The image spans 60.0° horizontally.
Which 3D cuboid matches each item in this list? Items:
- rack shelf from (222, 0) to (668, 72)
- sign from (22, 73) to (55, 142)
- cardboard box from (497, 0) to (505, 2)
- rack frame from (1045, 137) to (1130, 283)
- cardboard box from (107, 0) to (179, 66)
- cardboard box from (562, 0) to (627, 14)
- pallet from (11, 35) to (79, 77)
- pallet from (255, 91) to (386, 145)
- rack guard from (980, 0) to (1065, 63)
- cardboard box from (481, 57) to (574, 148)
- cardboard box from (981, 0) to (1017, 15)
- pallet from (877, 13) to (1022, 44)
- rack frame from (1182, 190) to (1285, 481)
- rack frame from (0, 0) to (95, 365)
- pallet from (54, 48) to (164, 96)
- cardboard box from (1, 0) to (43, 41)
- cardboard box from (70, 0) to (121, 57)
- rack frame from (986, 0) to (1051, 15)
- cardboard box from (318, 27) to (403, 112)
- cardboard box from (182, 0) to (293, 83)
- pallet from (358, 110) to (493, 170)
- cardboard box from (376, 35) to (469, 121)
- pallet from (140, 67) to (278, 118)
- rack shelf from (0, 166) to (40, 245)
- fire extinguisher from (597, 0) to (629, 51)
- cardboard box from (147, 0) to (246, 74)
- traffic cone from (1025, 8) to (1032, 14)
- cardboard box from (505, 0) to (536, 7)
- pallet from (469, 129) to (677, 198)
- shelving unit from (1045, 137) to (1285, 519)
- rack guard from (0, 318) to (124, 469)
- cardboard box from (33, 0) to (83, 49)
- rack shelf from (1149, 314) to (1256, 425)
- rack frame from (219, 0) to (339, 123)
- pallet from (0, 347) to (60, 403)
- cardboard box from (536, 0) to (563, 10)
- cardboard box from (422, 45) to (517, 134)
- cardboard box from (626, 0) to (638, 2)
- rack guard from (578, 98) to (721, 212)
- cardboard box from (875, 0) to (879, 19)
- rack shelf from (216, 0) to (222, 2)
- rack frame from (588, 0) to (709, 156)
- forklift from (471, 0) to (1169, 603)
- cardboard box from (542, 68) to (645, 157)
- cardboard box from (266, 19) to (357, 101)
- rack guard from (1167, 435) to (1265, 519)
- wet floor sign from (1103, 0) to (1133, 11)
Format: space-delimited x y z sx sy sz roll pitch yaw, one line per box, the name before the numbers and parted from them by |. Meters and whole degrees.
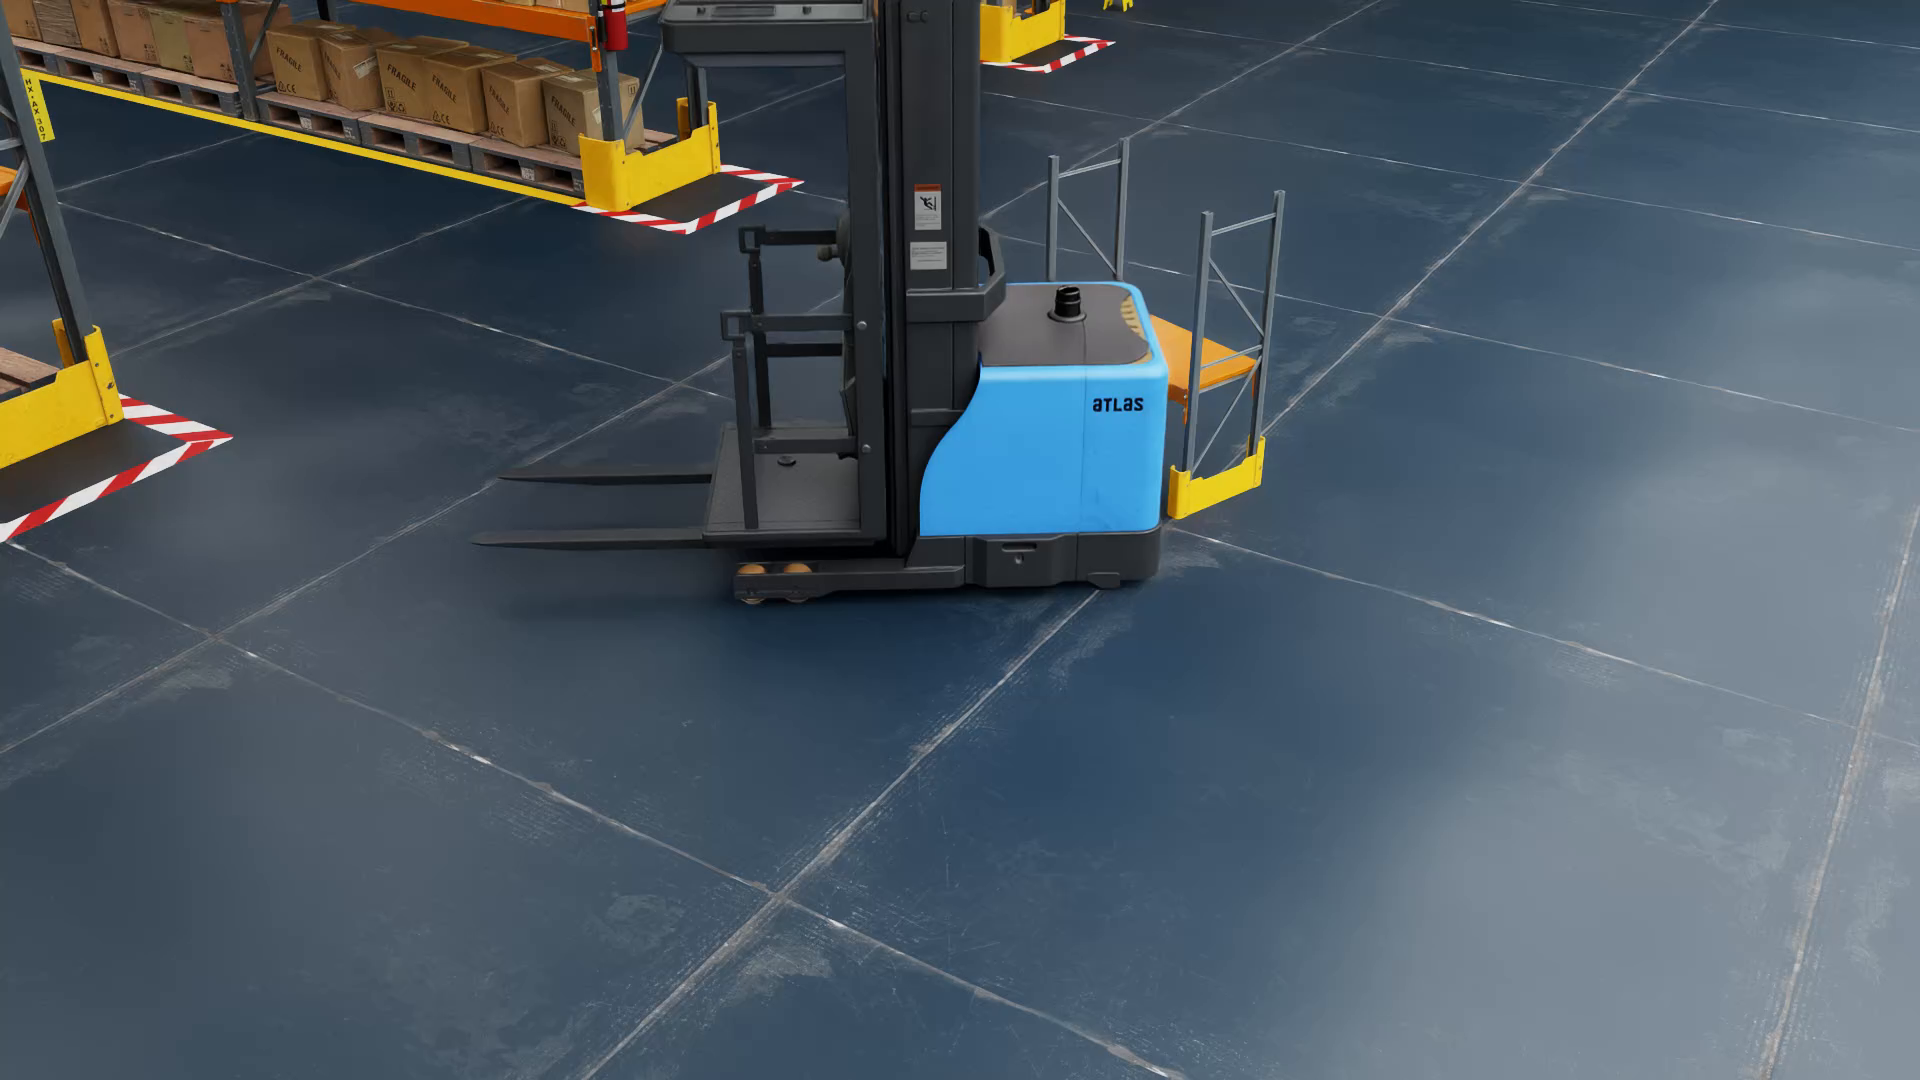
rack shelf | -3.862 -4.091 12.499 4.000 0.370 1.077 18 35 27
sign | -4.505 -2.105 8.107 0.005 0.325 0.100 18 35 27
cardboard box | -3.174 -3.931 11.761 0.250 0.149 0.380 18 35 27
rack frame | 0.625 -1.245 8.396 0.500 1.500 0.032 -22 37 -32
cardboard box | -6.933 -4.507 14.543 0.500 0.500 0.700 14 33 23
cardboard box | -2.519 -3.746 11.443 0.250 0.149 0.380 18 35 27
pallet | -8.283 -4.594 15.416 1.213 0.211 1.003 18 35 27
pallet | -4.969 -3.568 13.657 1.213 0.211 1.003 18 35 27
rack guard | 0.574 -4.869 15.601 0.348 0.500 1.175 18 35 27
cardboard box | -3.213 -3.287 12.472 0.500 0.500 0.500 -25 38 -36
cardboard box | -0.055 -5.373 15.674 0.875 0.875 0.875 18 35 28
pallet | -0.165 -4.932 15.994 1.213 0.211 1.003 18 35 27
rack frame | 1.251 -0.842 7.704 0.500 1.500 0.032 -22 37 -32
rack frame | -4.801 -1.752 7.776 0.127 3.000 1.000 18 35 27
pallet | -7.254 -4.267 14.855 1.213 0.211 1.003 18 35 27
cardboard box | -8.366 -4.948 15.299 0.500 0.500 0.700 16 34 25
cardboard box | -7.406 -4.656 14.799 0.500 0.500 0.700 21 36 31
rack frame | 0.554 -5.956 14.982 0.127 3.000 1.000 18 35 27
cardboard box | -4.750 -3.765 13.290 0.500 0.500 0.500 -23 37 -33
cardboard box | -6.065 -4.221 14.053 0.500 0.500 0.700 15 33 24
pallet | -3.931 -3.242 13.097 1.213 0.211 1.003 18 35 27
cardboard box | -4.182 -3.632 13.062 0.500 0.500 0.500 14 33 23
pallet | -6.216 -3.941 14.296 1.213 0.211 1.003 18 35 27
rack shelf | -6.495 -1.977 8.876 4.000 0.370 1.077 18 35 27
fire extinguisher | -2.316 -3.605 11.029 0.183 0.674 0.296 18 35 27
cardboard box | -6.459 -4.357 14.286 0.500 0.500 0.700 17 34 27
traffic cone | 0.859 -5.608 16.904 0.334 0.463 0.336 18 35 27
cardboard box | -2.970 -3.858 11.635 0.250 0.149 0.380 18 35 27
pallet | -2.902 -2.914 12.536 1.213 0.211 1.003 18 35 27
shelving unit | 0.932 -1.047 8.056 0.587 1.500 1.083 -22 37 -32
rack guard | -4.891 -0.672 8.406 0.348 0.500 1.175 18 35 27
cardboard box | -7.889 -4.805 15.054 0.500 0.500 0.700 15 33 23
rack shelf | 0.938 -0.888 8.141 0.538 0.185 1.000 -22 37 -32
rack frame | -5.556 -4.937 13.236 0.127 3.000 1.000 18 35 27
pallet | -5.576 -0.768 8.856 1.213 0.211 1.003 18 35 27
cardboard box | -2.731 -3.813 11.558 0.250 0.149 0.380 18 35 27
cardboard box | -3.733 -3.463 12.773 0.500 0.500 0.500 21 36 32
cardboard box | -2.283 -3.935 11.768 0.250 0.149 0.380 18 35 27
rack guard | -2.233 -2.806 12.064 0.348 0.500 1.175 18 35 27
cardboard box | -0.802 -5.608 16.077 0.875 0.875 0.875 17 34 27
rack shelf | -7.250 -5.162 14.336 4.000 0.370 1.077 18 35 27
rack frame | -2.168 -3.866 11.400 0.127 3.000 1.000 18 35 27
forklift | -0.648 -1.262 7.005 3.031 2.935 1.130 -1 30 -2
cardboard box | -2.688 -3.142 12.223 0.500 0.500 0.500 25 39 36
cardboard box | -5.239 -3.915 13.548 0.500 0.500 0.500 16 34 26
rack guard | 1.239 -0.309 8.032 0.587 0.250 0.087 -22 37 -32
wet floor sign | 1.631 -5.776 17.010 0.232 0.644 0.267 12 32 19
